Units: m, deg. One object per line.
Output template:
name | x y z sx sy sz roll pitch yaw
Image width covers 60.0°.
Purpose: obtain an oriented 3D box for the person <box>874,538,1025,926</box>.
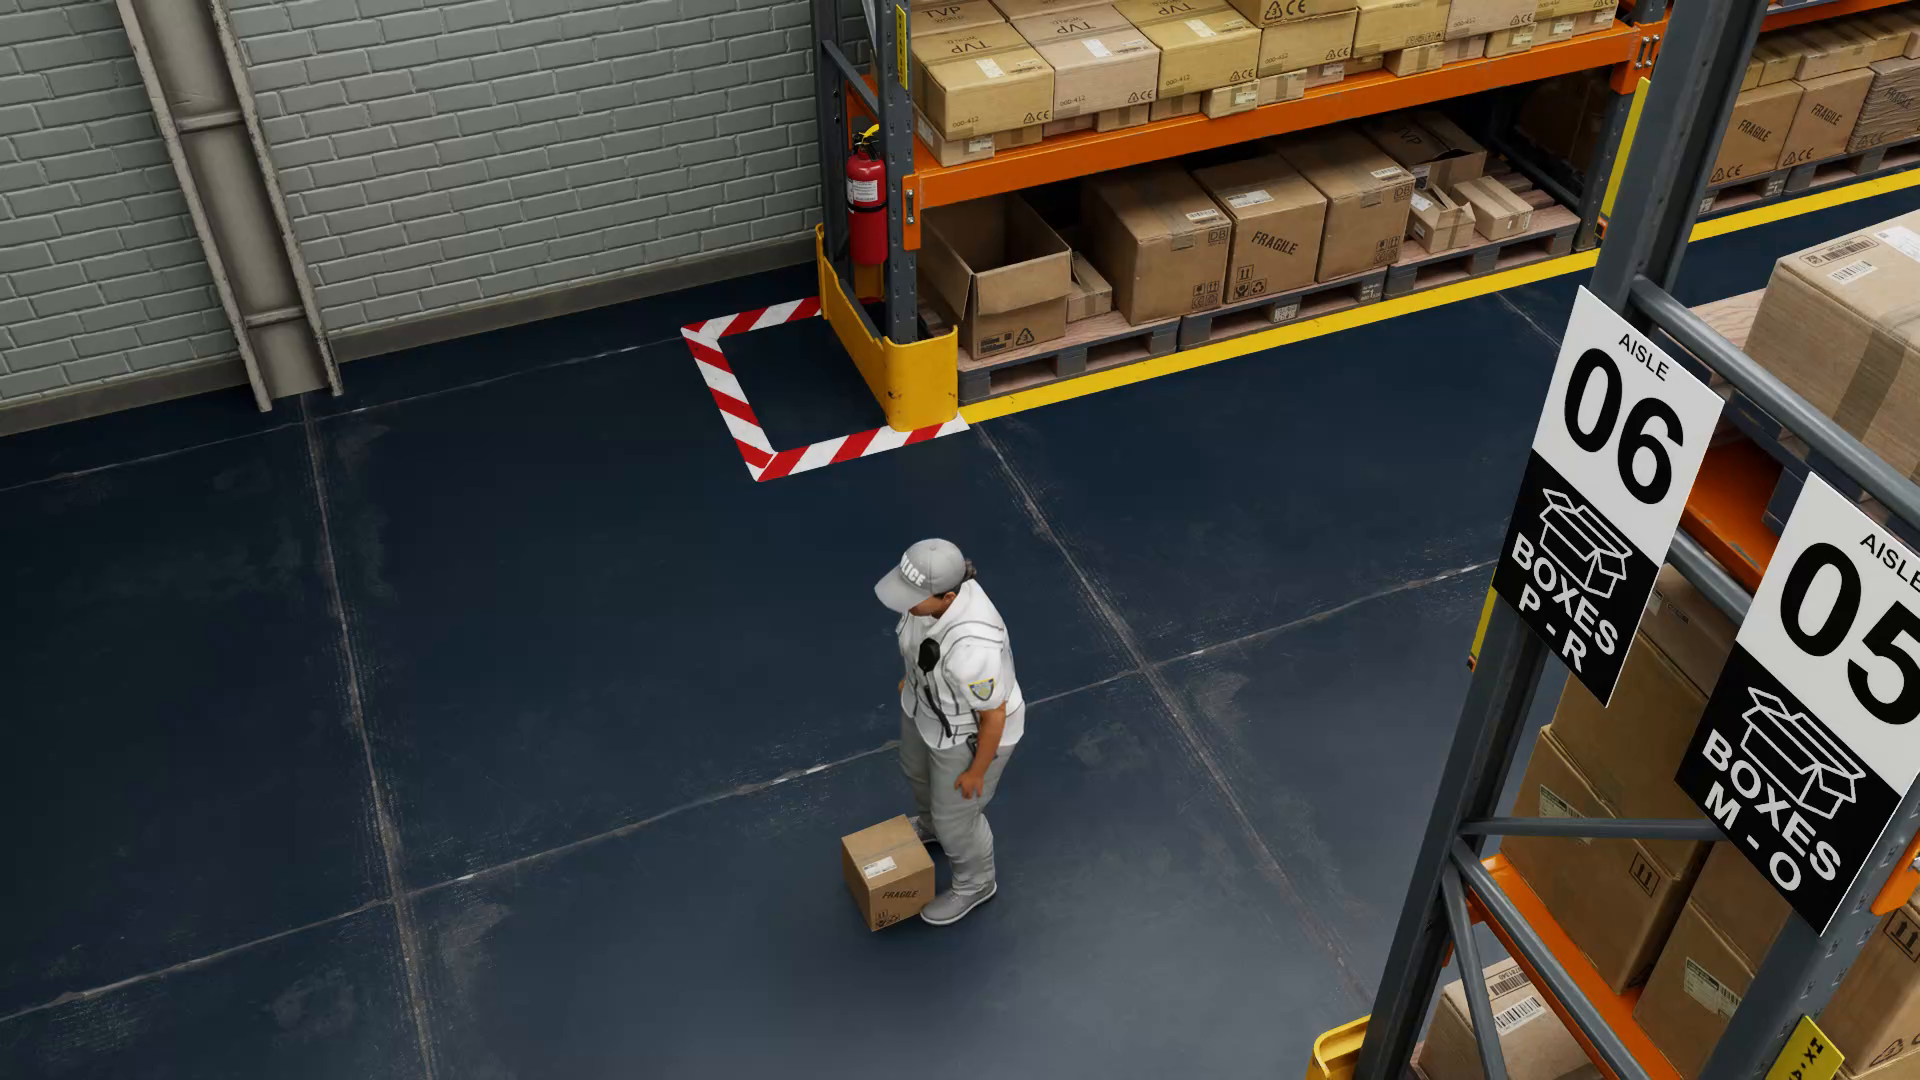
person | -0.053 0.599 5.489 0.465 1.667 0.564 -18 45 -19
